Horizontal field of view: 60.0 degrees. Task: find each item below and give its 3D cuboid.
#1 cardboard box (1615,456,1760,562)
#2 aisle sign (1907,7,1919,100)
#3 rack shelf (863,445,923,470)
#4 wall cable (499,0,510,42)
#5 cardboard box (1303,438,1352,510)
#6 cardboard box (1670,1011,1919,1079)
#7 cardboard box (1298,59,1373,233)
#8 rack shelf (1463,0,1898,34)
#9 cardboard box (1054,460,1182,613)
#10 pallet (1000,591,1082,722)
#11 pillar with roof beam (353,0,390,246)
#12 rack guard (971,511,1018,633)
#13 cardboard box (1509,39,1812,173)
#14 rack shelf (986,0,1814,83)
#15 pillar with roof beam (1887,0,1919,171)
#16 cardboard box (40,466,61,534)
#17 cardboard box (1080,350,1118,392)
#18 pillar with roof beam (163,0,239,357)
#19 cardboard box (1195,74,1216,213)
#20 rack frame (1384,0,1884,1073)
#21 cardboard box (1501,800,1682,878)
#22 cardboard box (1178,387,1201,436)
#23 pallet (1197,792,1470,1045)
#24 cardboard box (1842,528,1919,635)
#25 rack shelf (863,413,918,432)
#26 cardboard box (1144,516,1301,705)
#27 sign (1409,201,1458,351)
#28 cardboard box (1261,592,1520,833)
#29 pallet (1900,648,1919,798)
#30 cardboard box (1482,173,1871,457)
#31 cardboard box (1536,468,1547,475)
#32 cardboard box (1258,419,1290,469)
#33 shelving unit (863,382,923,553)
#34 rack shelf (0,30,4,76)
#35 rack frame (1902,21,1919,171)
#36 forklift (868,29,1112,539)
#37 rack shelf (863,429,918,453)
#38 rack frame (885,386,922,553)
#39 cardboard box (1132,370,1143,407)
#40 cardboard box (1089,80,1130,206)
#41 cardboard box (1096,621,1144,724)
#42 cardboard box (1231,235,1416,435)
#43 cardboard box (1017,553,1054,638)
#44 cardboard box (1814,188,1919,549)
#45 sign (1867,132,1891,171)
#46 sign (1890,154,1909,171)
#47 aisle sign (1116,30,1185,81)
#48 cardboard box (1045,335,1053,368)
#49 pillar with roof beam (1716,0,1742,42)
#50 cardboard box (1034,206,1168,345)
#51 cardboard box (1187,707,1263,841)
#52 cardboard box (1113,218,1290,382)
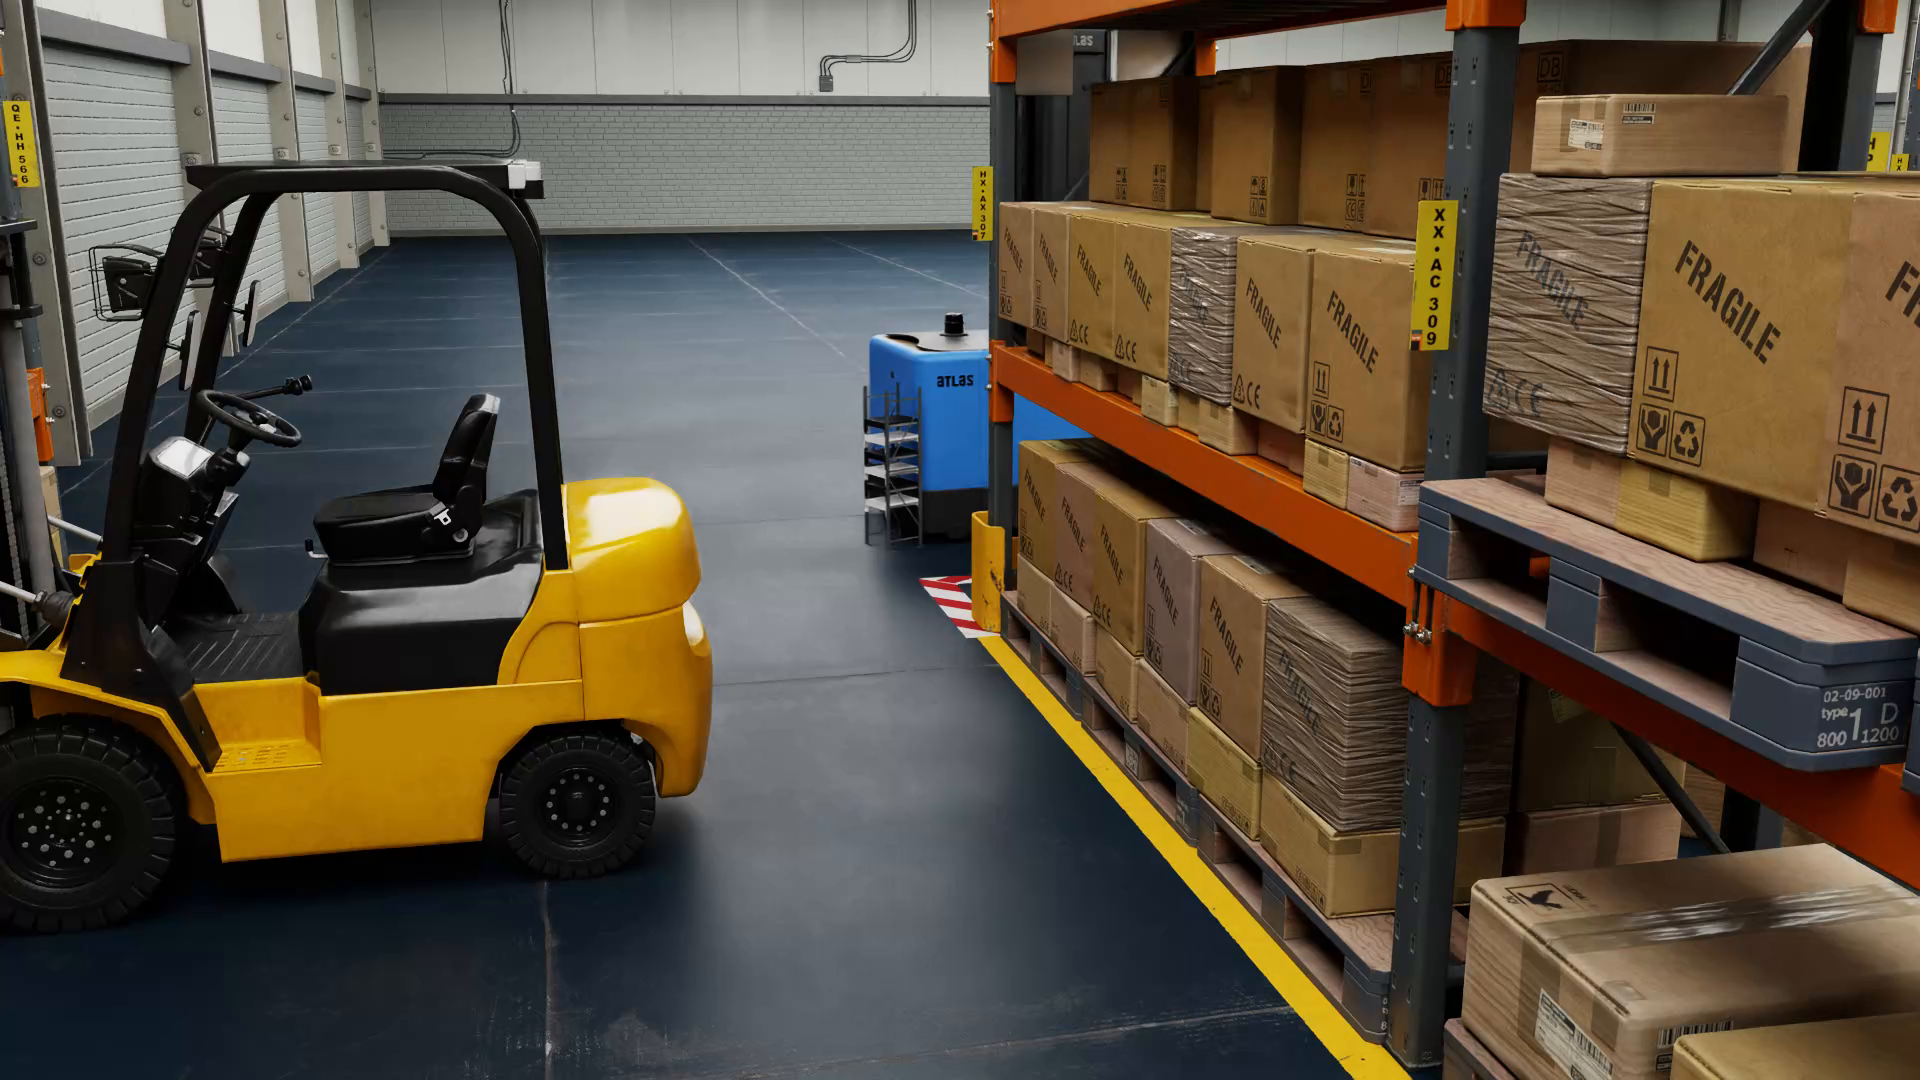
[{"bbox_3d":[1.444,-0.071,3.042,0.380,0.149,0.250,-3,14,-12],"label":"cardboard box"},{"bbox_3d":[5.112,-2.677,8.585,0.394,0.787,0.004,-3,14,-13],"label":"aisle sign"},{"bbox_3d":[-0.369,-0.455,9.156,0.258,0.077,0.200,-10,17,-37],"label":"rack shelf"},{"bbox_3d":[-8.727,-12.311,36.757,3.097,2.526,0.112,-3,14,-13],"label":"wall cable"},{"bbox_3d":[1.134,-0.185,4.391,0.380,0.149,0.250,-3,14,-12],"label":"cardboard box"},{"bbox_3d":[1.869,1.167,2.983,0.950,0.372,0.625,-2,14,-10],"label":"cardboard box"},{"bbox_3d":[1.489,-1.221,5.160,0.700,0.500,0.500,-4,14,-14],"label":"cardboard box"},{"bbox_3d":[2.041,-0.839,1.735,1.077,0.370,4.000,-3,14,-13],"label":"rack shelf"},{"bbox_3d":[0.686,-0.020,6.518,0.500,0.500,0.500,-4,14,-15],"label":"cardboard box"},{"bbox_3d":[0.806,0.446,7.155,1.003,0.211,1.213,-3,14,-13],"label":"pallet"},{"bbox_3d":[-7.766,-10.702,34.270,9.100,9.000,0.400,-3,14,-13],"label":"pillar with roof beam"},{"bbox_3d":[0.650,0.117,7.896,1.175,0.500,0.348,-3,14,-13],"label":"rack guard"},{"bbox_3d":[1.679,-0.985,4.193,0.700,0.500,0.500,-3,14,-14],"label":"cardboard box"},{"bbox_3d":[1.102,-1.761,5.512,1.077,0.370,4.000,-3,14,-13],"label":"rack shelf"},{"bbox_3d":[15.893,-10.593,33.826,9.100,9.000,0.400,-3,14,-13],"label":"pillar with roof beam"},{"bbox_3d":[-3.781,-0.103,6.329,0.500,0.250,0.500,-3,14,-11],"label":"cardboard box"},{"bbox_3d":[0.676,-0.661,6.342,0.380,0.149,0.250,-3,14,-12],"label":"cardboard box"},{"bbox_3d":[-3.538,-6.549,17.273,9.100,9.000,0.400,-3,14,-13],"label":"pillar with roof beam"},{"bbox_3d":[1.296,-1.459,6.135,0.700,0.500,0.500,-3,14,-14],"label":"cardboard box"},{"bbox_3d":[1.572,-0.192,3.894,1.000,3.000,0.127,-3,14,-13],"label":"rack frame"},{"bbox_3d":[1.695,0.788,4.789,0.500,0.250,0.500,-4,14,-16],"label":"cardboard box"},{"bbox_3d":[0.927,-0.422,5.364,0.380,0.149,0.250,-4,14,-14],"label":"cardboard box"},{"bbox_3d":[1.379,1.009,4.851,1.003,0.211,1.213,-3,14,-13],"label":"pallet"},{"bbox_3d":[1.605,0.052,2.539,0.380,0.149,0.250,-3,14,-12],"label":"cardboard box"},{"bbox_3d":[-0.369,-0.630,9.114,0.258,0.077,0.200,-10,17,-37],"label":"rack shelf"},{"bbox_3d":[0.930,0.219,5.540,0.500,0.500,0.500,-3,14,-10],"label":"cardboard box"},{"bbox_3d":[1.046,-0.581,3.660,0.100,0.325,0.005,-3,14,-13],"label":"sign"},{"bbox_3d":[1.172,0.454,4.579,0.500,0.500,0.500,-3,14,-14],"label":"cardboard box"},{"bbox_3d":[2.006,0.369,1.999,1.003,0.211,1.213,-3,14,-13],"label":"pallet"},{"bbox_3d":[1.403,-0.465,3.289,0.500,0.500,0.500,-3,14,-12],"label":"cardboard box"},{"bbox_3d":[1.700,-0.216,4.521,0.380,0.149,0.250,-3,14,-12],"label":"cardboard box"},{"bbox_3d":[1.104,-0.307,4.894,0.380,0.149,0.250,-3,14,-14],"label":"cardboard box"},{"bbox_3d":[-0.369,-0.400,9.170,0.258,0.900,0.210,-10,17,-37],"label":"shelving unit"},{"bbox_3d":[-3.722,-1.484,4.376,1.077,0.370,4.000,-3,14,-13],"label":"rack shelf"},{"bbox_3d":[5.420,-1.414,8.895,1.000,3.000,0.127,-3,14,-13],"label":"rack frame"},{"bbox_3d":[1.019,-1.619,9.876,3.031,2.935,1.130,-5,15,-19],"label":"forklift"},{"bbox_3d":[-0.369,-0.543,9.135,0.258,0.077,0.200,-10,17,-37],"label":"rack shelf"},{"bbox_3d":[-0.307,-0.381,9.092,0.240,0.900,0.006,-10,17,-37],"label":"rack frame"},{"bbox_3d":[0.829,-0.541,5.850,0.380,0.149,0.250,-4,14,-15],"label":"cardboard box"},{"bbox_3d":[0.964,-1.688,7.072,0.700,0.500,0.500,-4,14,-15],"label":"cardboard box"},{"bbox_3d":[0.806,0.462,6.126,0.500,0.250,0.500,-2,14,-9],"label":"cardboard box"},{"bbox_3d":[1.098,-0.592,4.694,0.500,0.500,0.500,-3,14,-11],"label":"cardboard box"},{"bbox_3d":[0.553,0.218,7.122,0.500,0.250,0.500,-3,14,-14],"label":"cardboard box"},{"bbox_3d":[1.624,-0.235,2.346,0.500,0.500,0.500,-3,14,-14],"label":"cardboard box"},{"bbox_3d":[2.110,-0.786,3.886,0.100,0.325,0.005,-3,14,-13],"label":"sign"},{"bbox_3d":[4.879,-1.844,8.662,0.100,0.325,0.005,-3,14,-13],"label":"sign"},{"bbox_3d":[0.899,-2.408,7.487,0.394,0.787,0.004,-3,14,-13],"label":"aisle sign"},{"bbox_3d":[0.567,-0.780,6.828,0.380,0.149,0.250,-4,14,-15],"label":"cardboard box"},{"bbox_3d":[14.484,-11.978,39.492,9.100,9.000,0.400,-3,14,-13],"label":"pillar with roof beam"},{"bbox_3d":[0.598,-1.064,6.625,0.500,0.500,0.500,-3,14,-11],"label":"cardboard box"},{"bbox_3d":[1.037,0.696,5.168,0.500,0.250,0.500,-4,14,-15],"label":"cardboard box"},{"bbox_3d":[0.847,-0.830,5.665,0.500,0.500,0.500,-4,14,-14],"label":"cardboard box"}]
